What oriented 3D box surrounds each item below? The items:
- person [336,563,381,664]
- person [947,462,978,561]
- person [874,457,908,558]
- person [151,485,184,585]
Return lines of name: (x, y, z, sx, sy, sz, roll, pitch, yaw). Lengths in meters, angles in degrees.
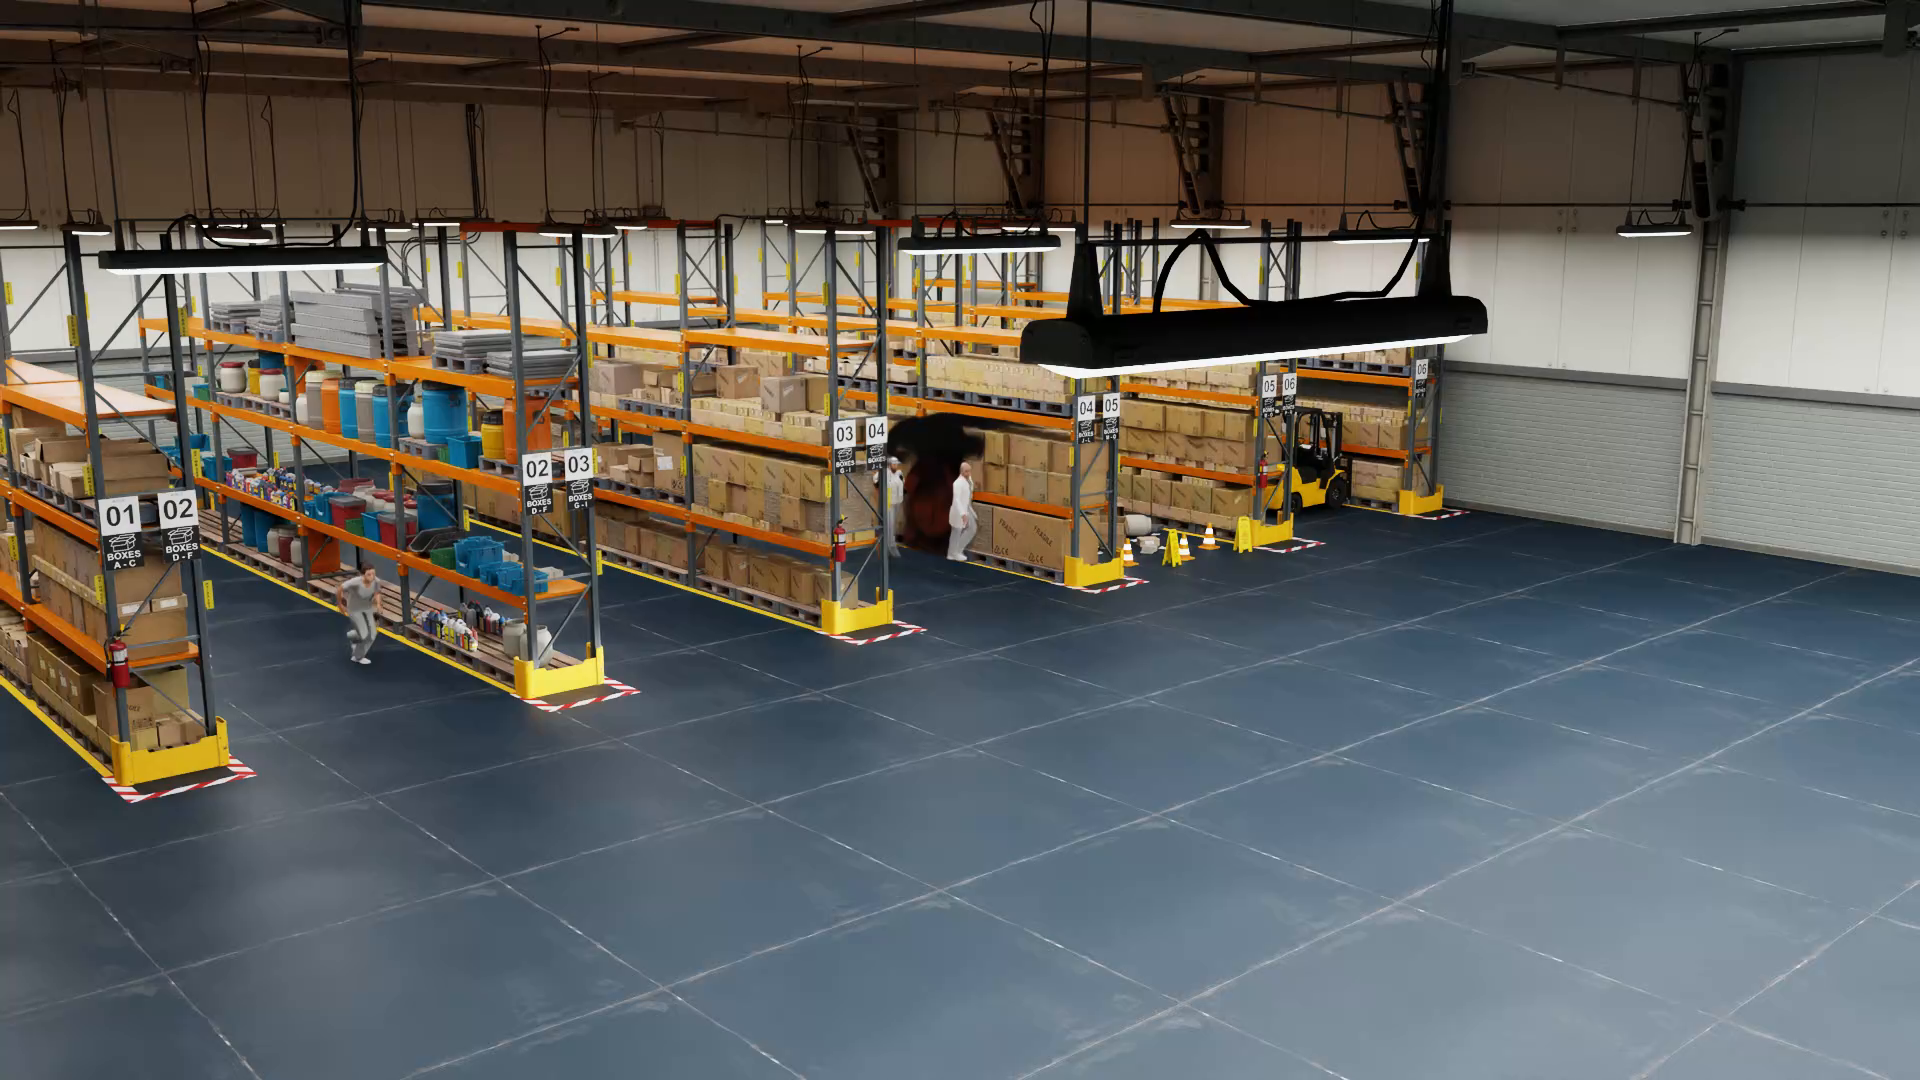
person: (-8.362, 1.115, 23.144, 0.790, 1.297, 0.584, 10, 15, 42)
person: (0.016, -0.477, 28.427, 0.587, 1.764, 0.740, 5, 13, 24)
person: (-1.197, -0.604, 29.240, 0.604, 1.751, 0.694, -9, 15, -38)
person: (-13.011, -0.023, 27.539, 0.722, 1.789, 0.692, 10, 15, 41)
